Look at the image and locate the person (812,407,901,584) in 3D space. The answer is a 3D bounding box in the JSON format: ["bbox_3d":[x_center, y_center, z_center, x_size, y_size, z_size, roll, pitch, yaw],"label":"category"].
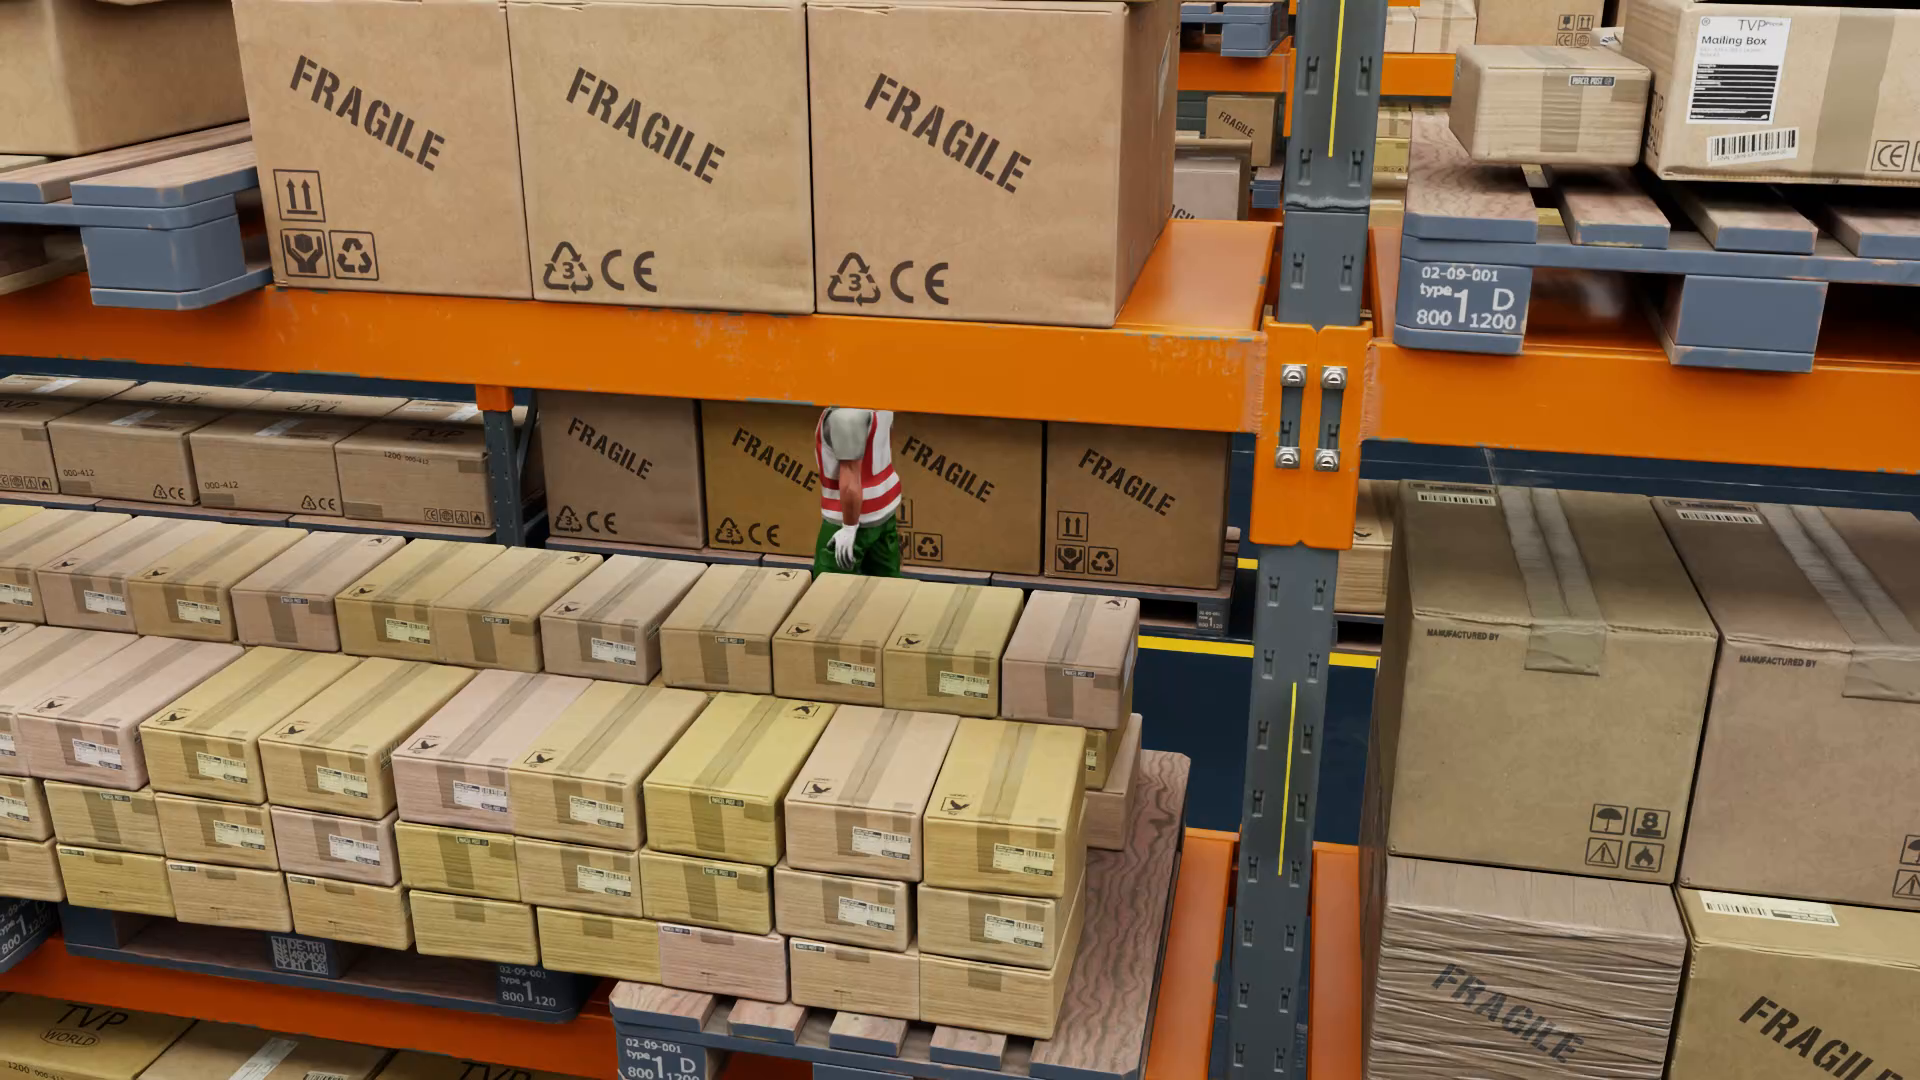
[{"bbox_3d":[-0.510,-0.128,7.360,0.630,1.782,0.562,9,23,21],"label":"person"}]
